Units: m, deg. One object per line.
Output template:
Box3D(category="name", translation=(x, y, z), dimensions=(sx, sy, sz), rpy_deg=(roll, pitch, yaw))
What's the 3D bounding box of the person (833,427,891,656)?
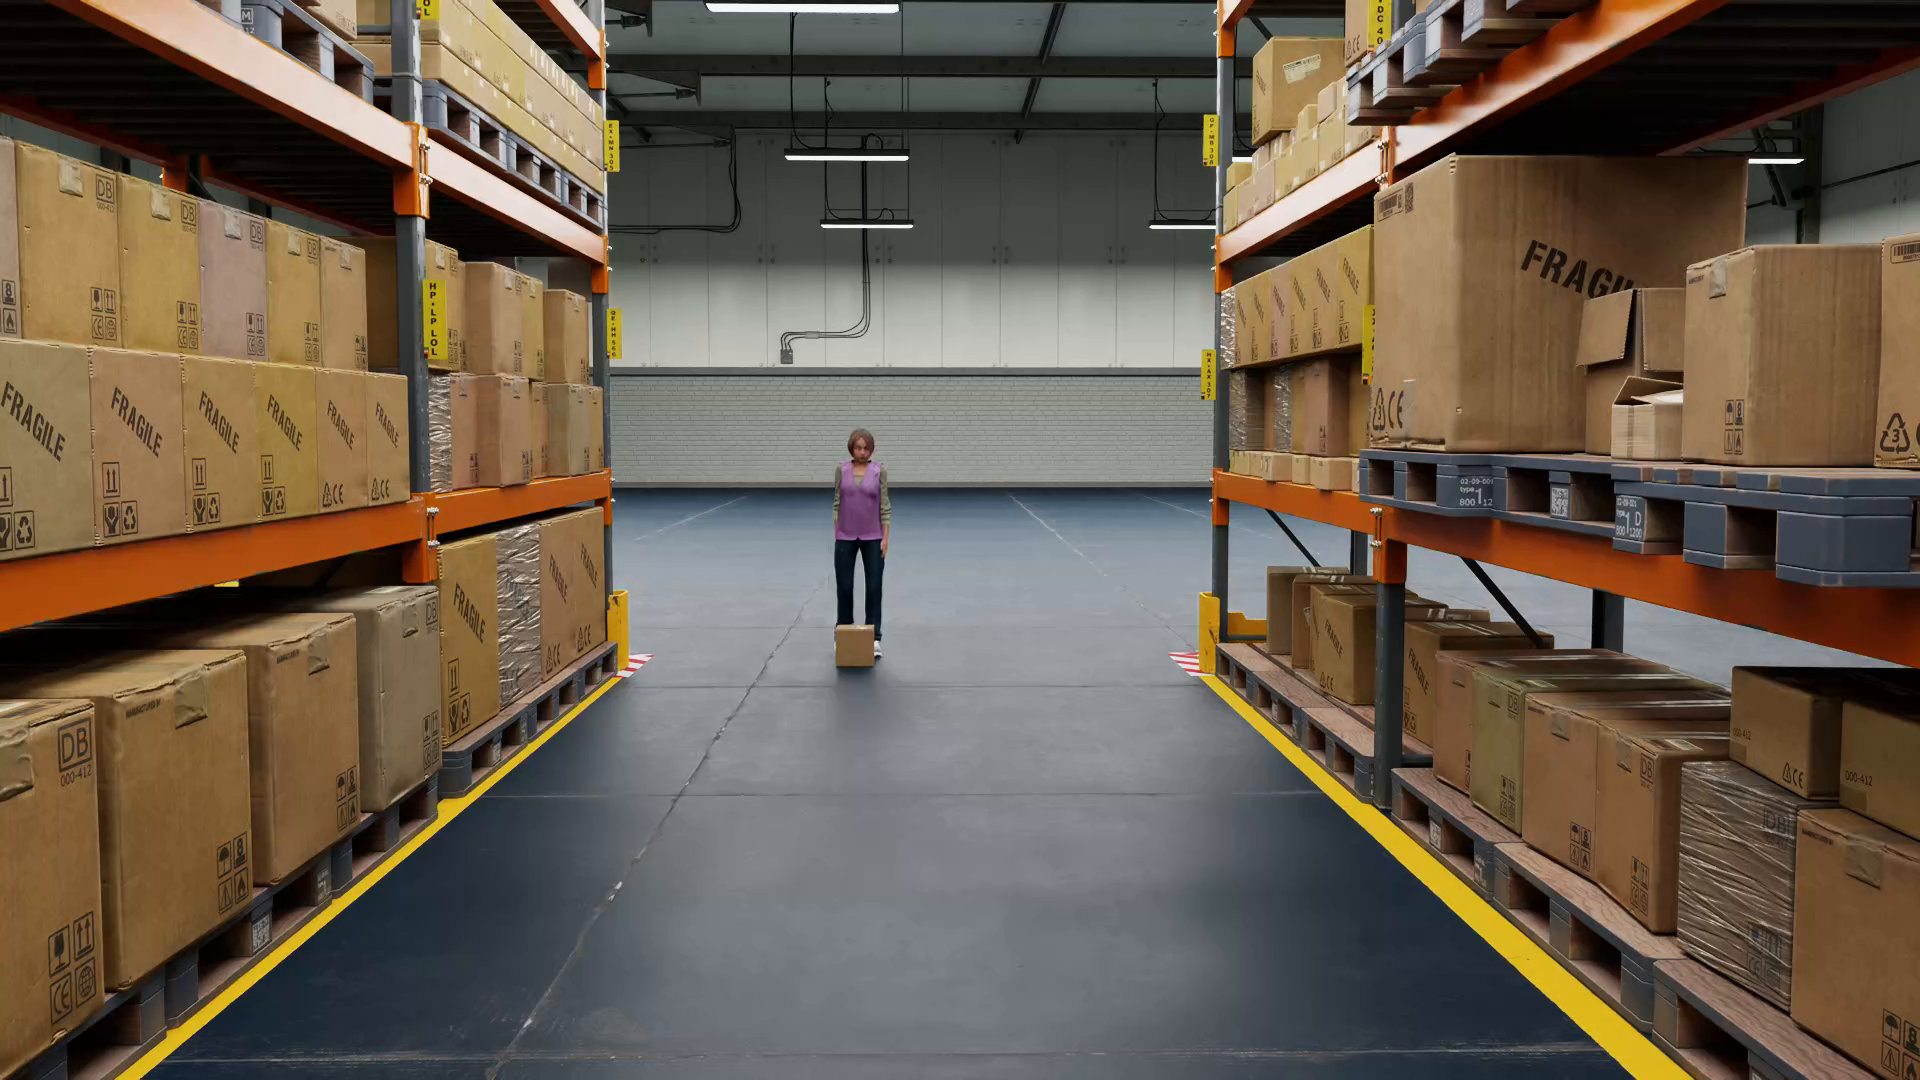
Box3D(category="person", translation=(-0.683, 0.018, 11.614), dimensions=(0.407, 1.592, 0.299), rpy_deg=(0, 4, 0))
